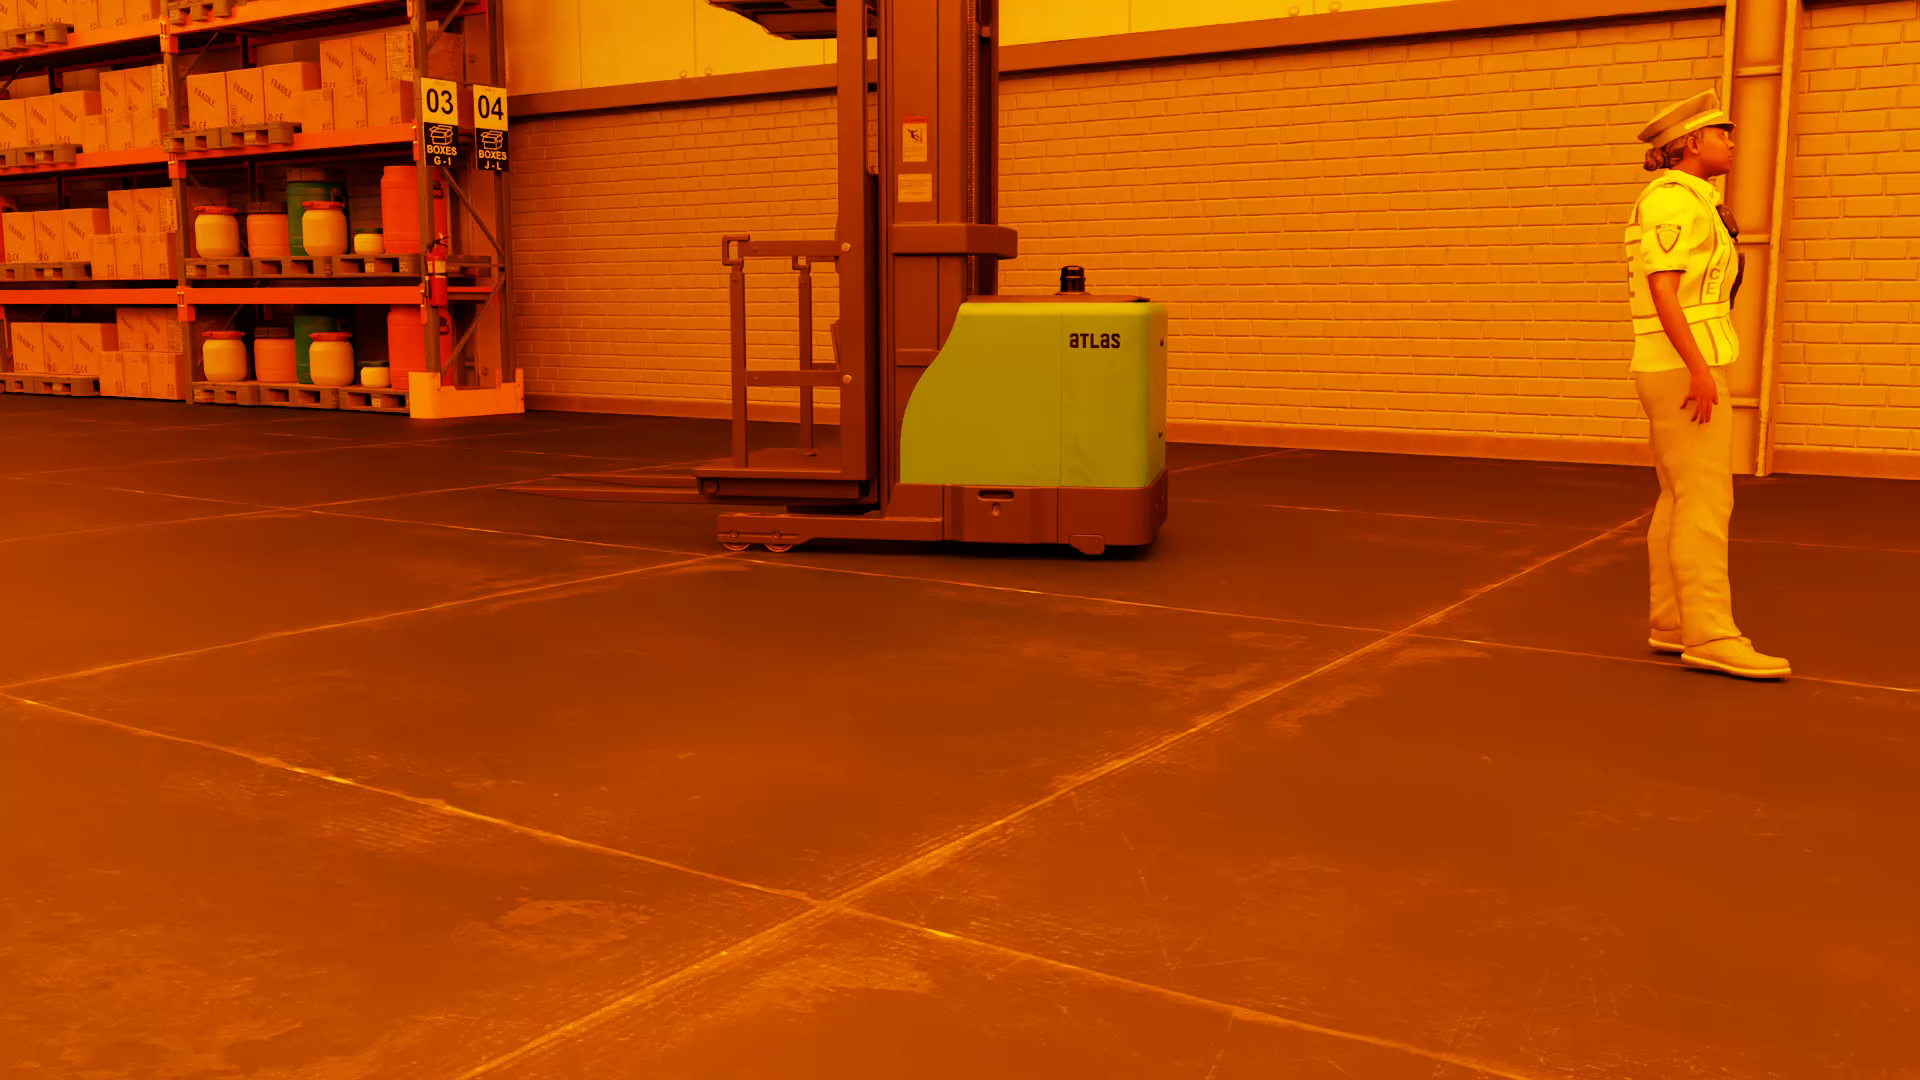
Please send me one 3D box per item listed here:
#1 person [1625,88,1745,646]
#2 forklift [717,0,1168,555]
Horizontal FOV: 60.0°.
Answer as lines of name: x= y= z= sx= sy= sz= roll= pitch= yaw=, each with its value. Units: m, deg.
person: x=2.190 y=-0.526 z=4.992 sx=0.394 sy=1.630 sz=0.512 roll=4 pitch=9 yaw=27
forklift: x=-0.596 y=-1.469 z=7.520 sx=3.031 sy=2.935 sz=1.130 roll=2 pitch=8 yaw=12
